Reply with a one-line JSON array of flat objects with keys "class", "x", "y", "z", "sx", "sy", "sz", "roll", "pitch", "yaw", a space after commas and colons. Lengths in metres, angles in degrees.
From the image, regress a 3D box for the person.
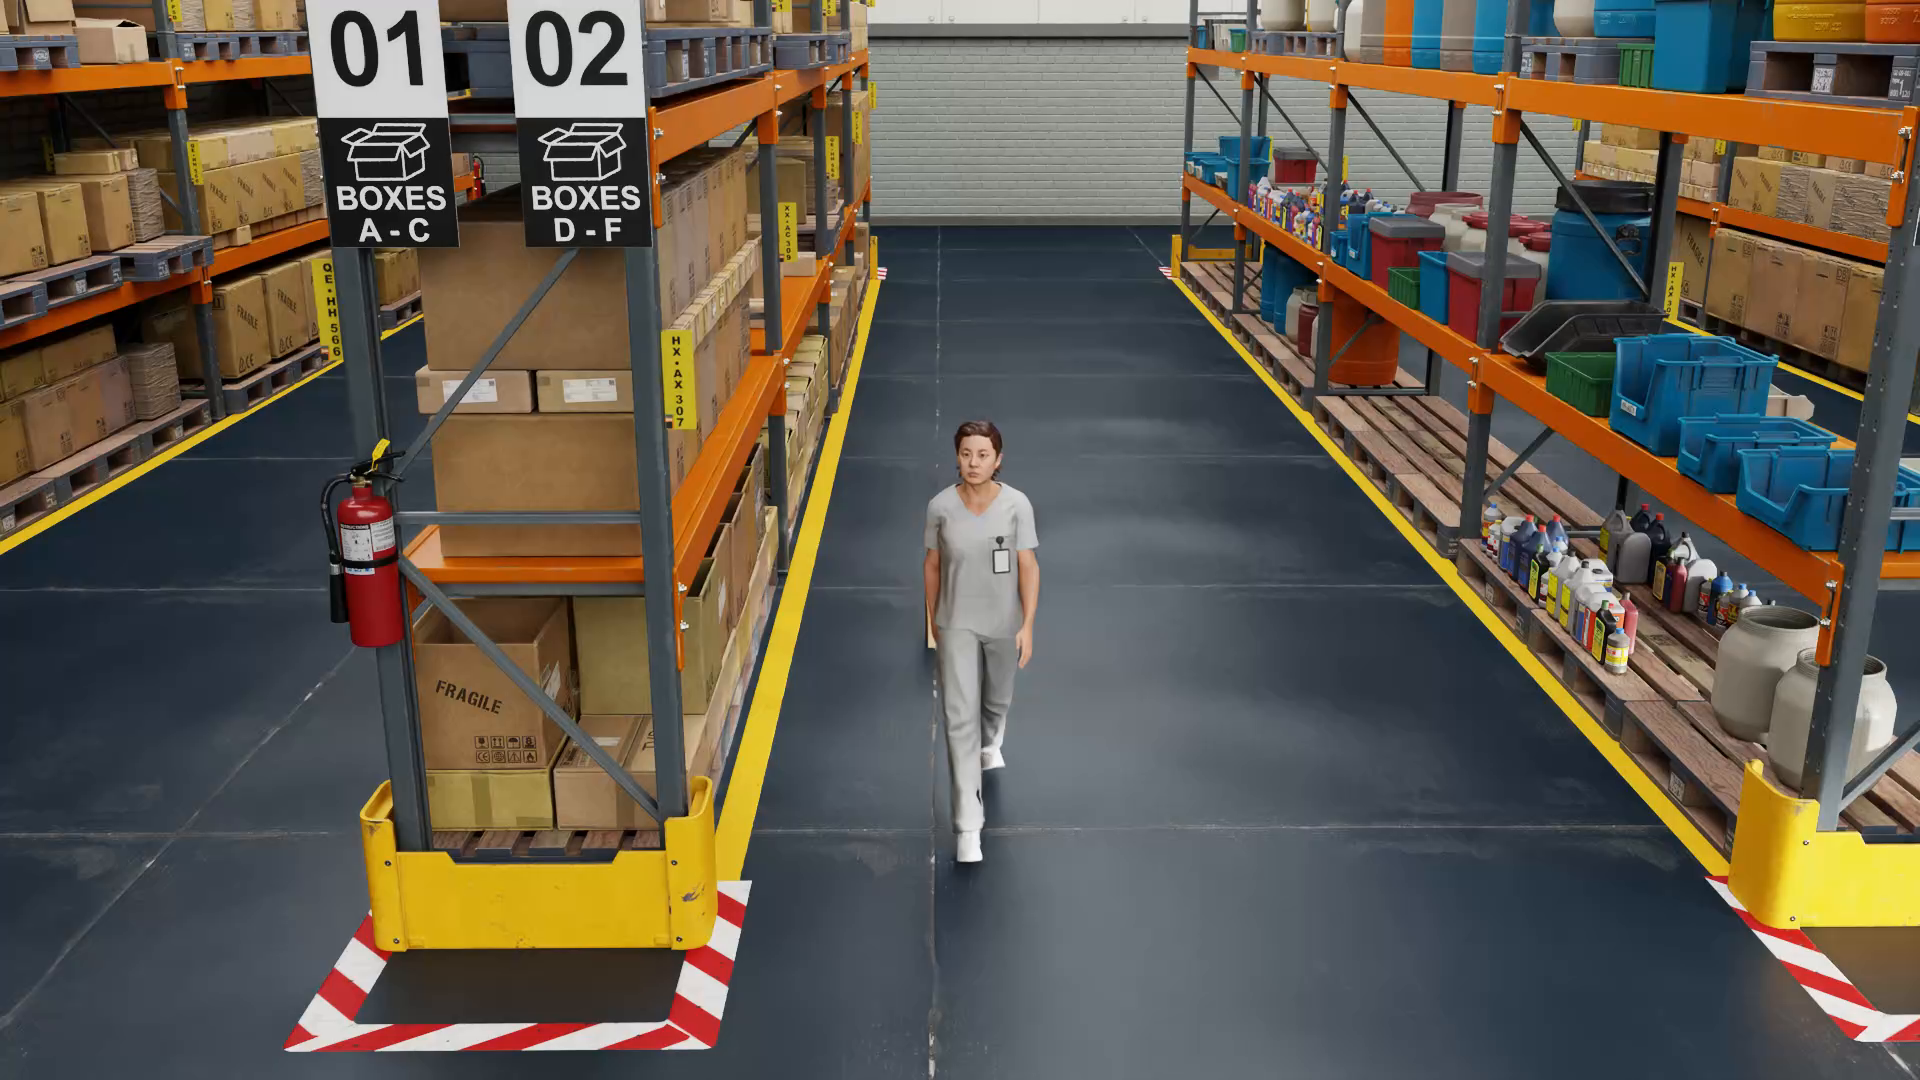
[{"class": "person", "x": 0.082, "y": 0.328, "z": 6.497, "sx": 0.444, "sy": 1.620, "sz": 1.053, "roll": -1, "pitch": 17, "yaw": -4}]
